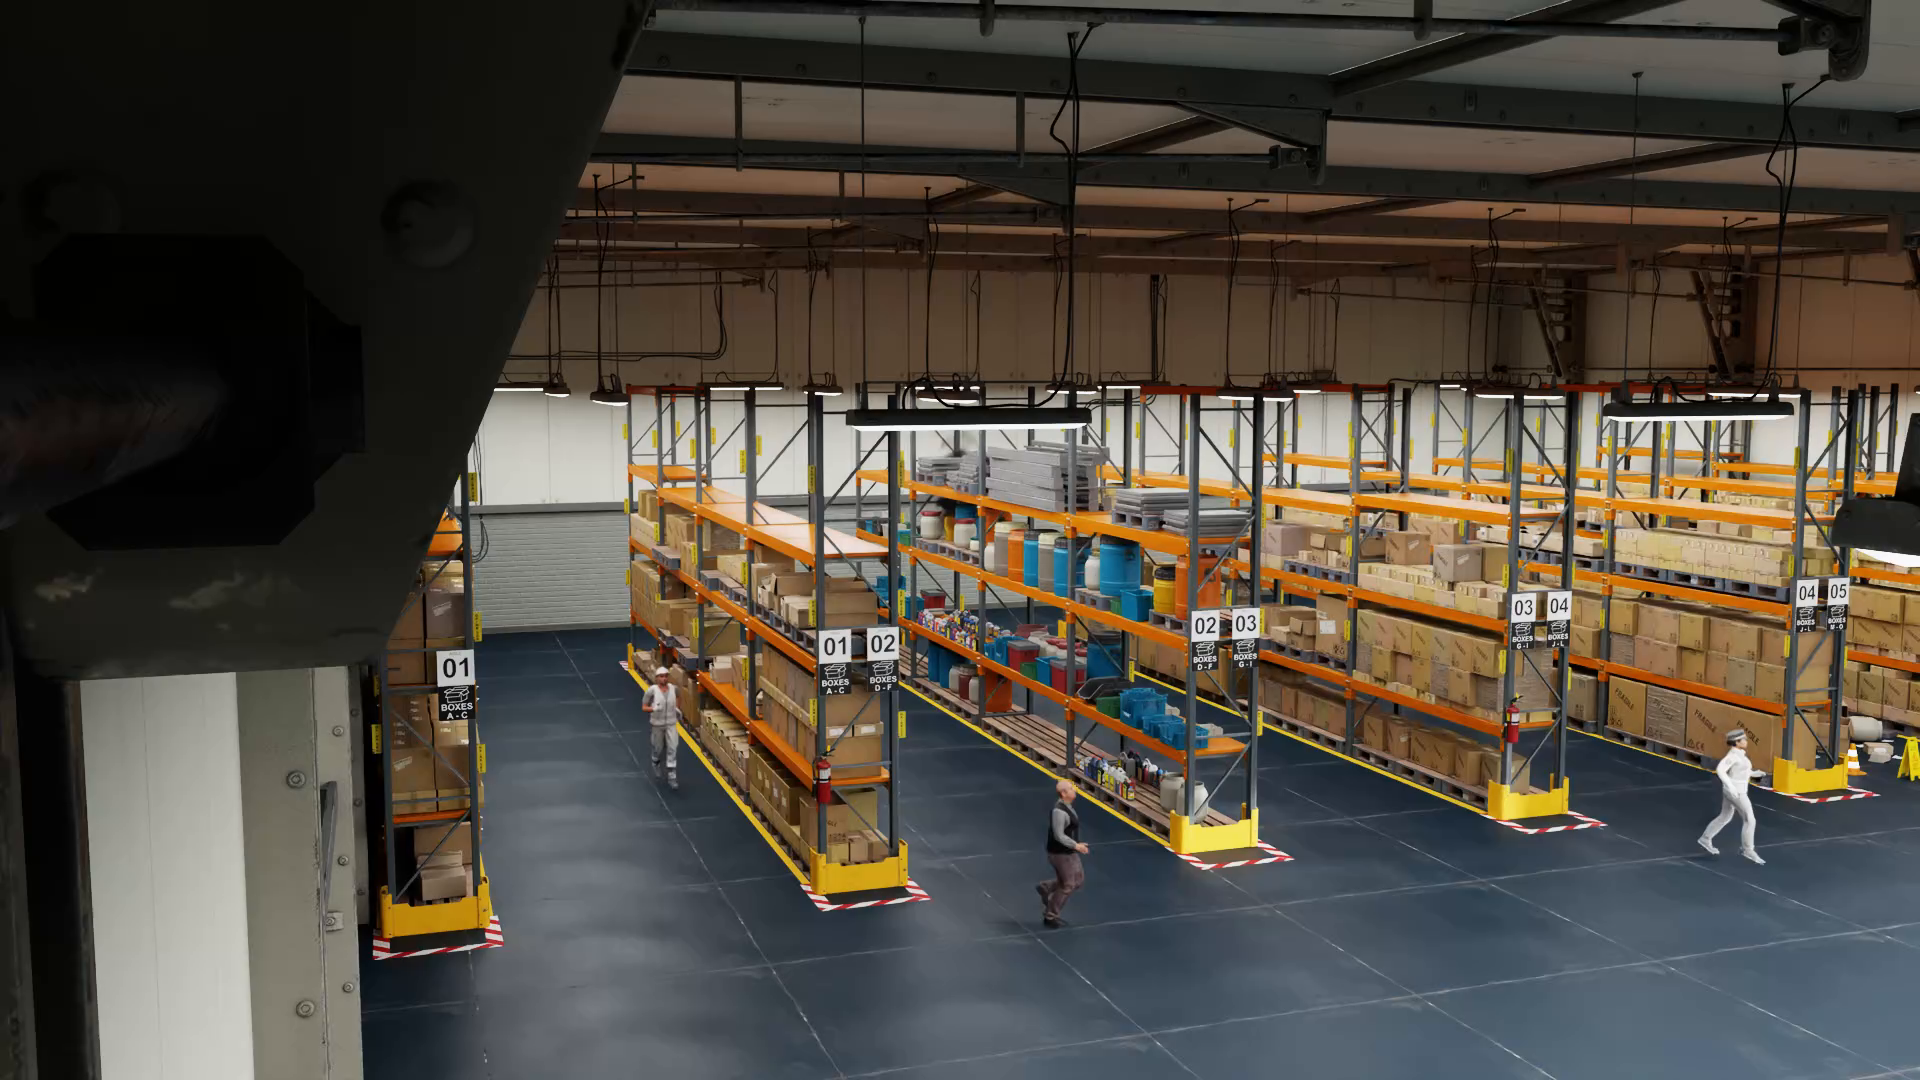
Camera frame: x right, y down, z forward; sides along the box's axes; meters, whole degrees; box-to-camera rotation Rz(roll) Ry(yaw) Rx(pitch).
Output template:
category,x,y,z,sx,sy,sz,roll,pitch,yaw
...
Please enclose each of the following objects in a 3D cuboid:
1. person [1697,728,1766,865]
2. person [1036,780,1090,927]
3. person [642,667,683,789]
category,x,y,z,sx,sy,sz,roll,pitch,yaw
person,9.955,3.269,21.389,0.791,1.731,0.593,2,6,20
person,1.174,3.554,18.937,0.639,1.691,0.679,1,6,11
person,-4.479,2.802,25.151,0.650,1.781,0.962,-3,6,-23
